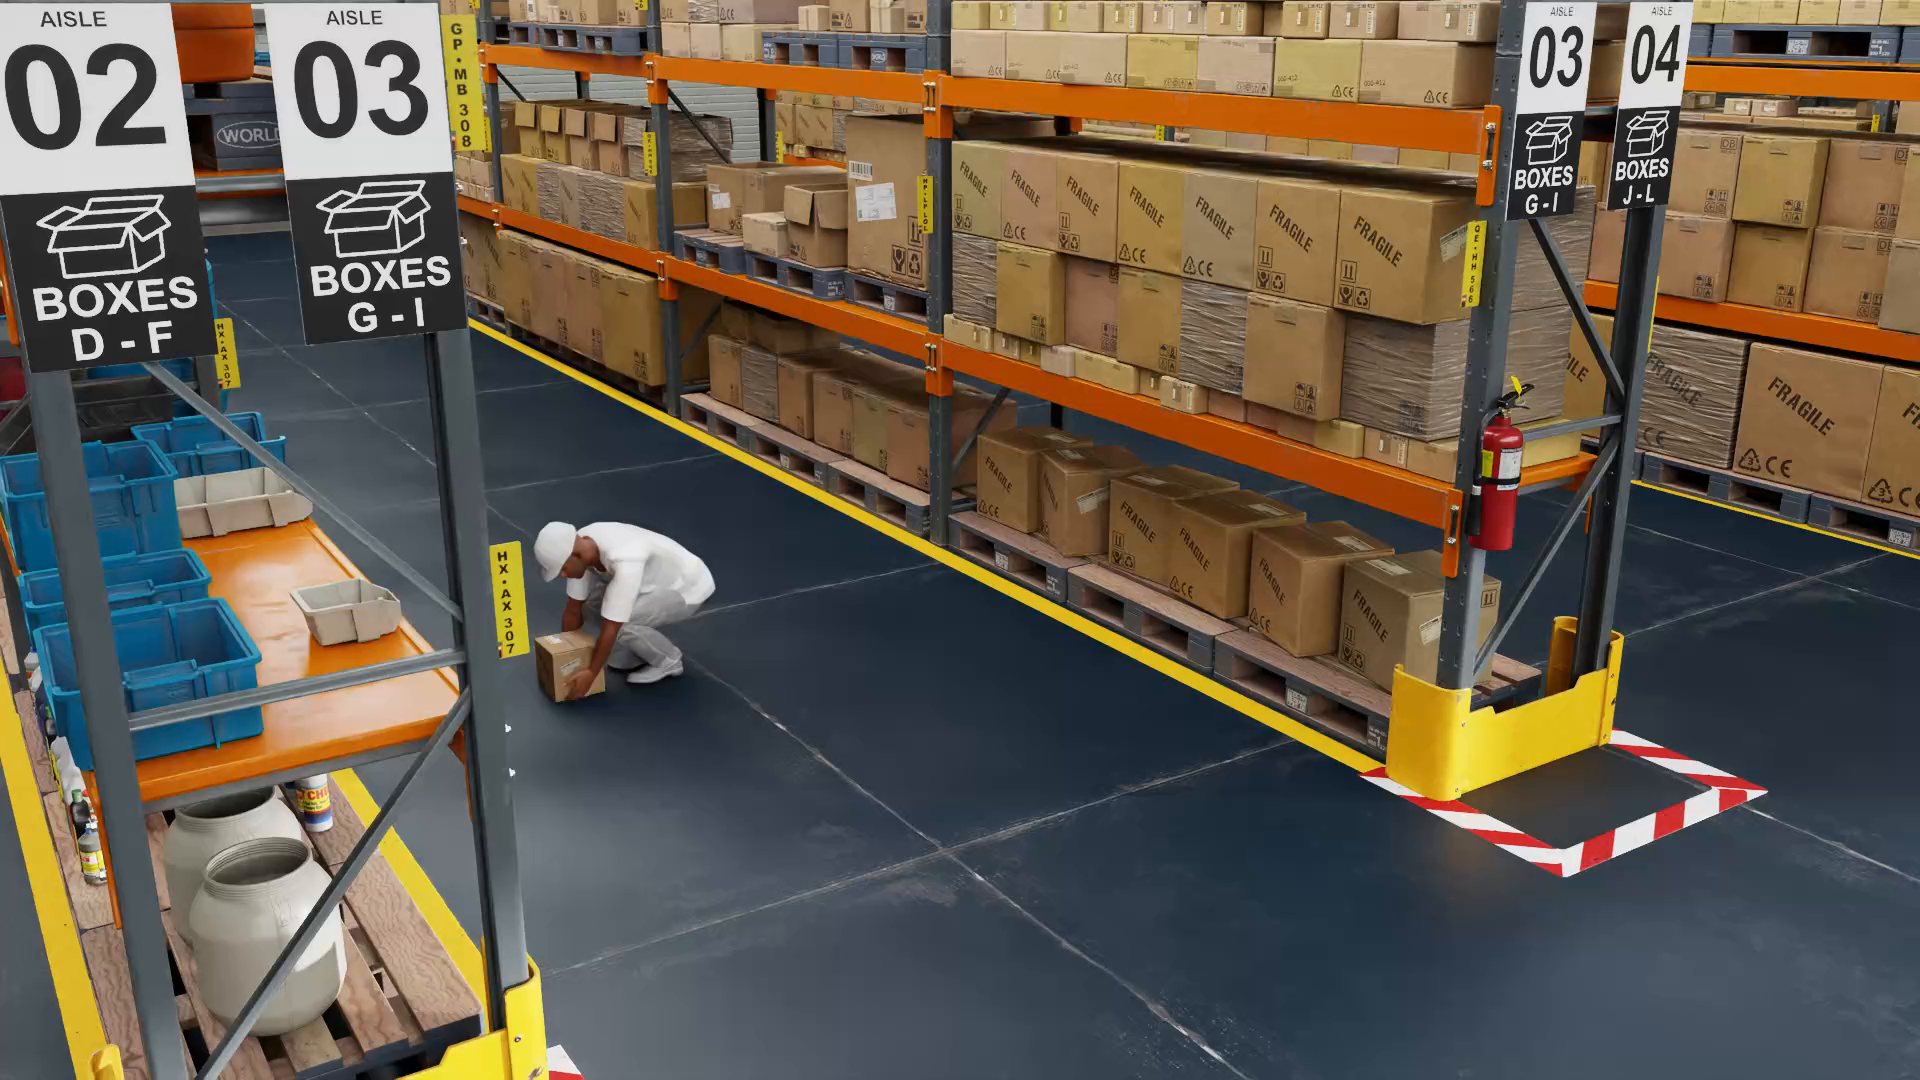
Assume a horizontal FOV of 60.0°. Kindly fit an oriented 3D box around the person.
[{"bbox_3d":[-1.634,0.281,8.137,0.893,0.898,0.556,-11,21,-31],"label":"person"}]
